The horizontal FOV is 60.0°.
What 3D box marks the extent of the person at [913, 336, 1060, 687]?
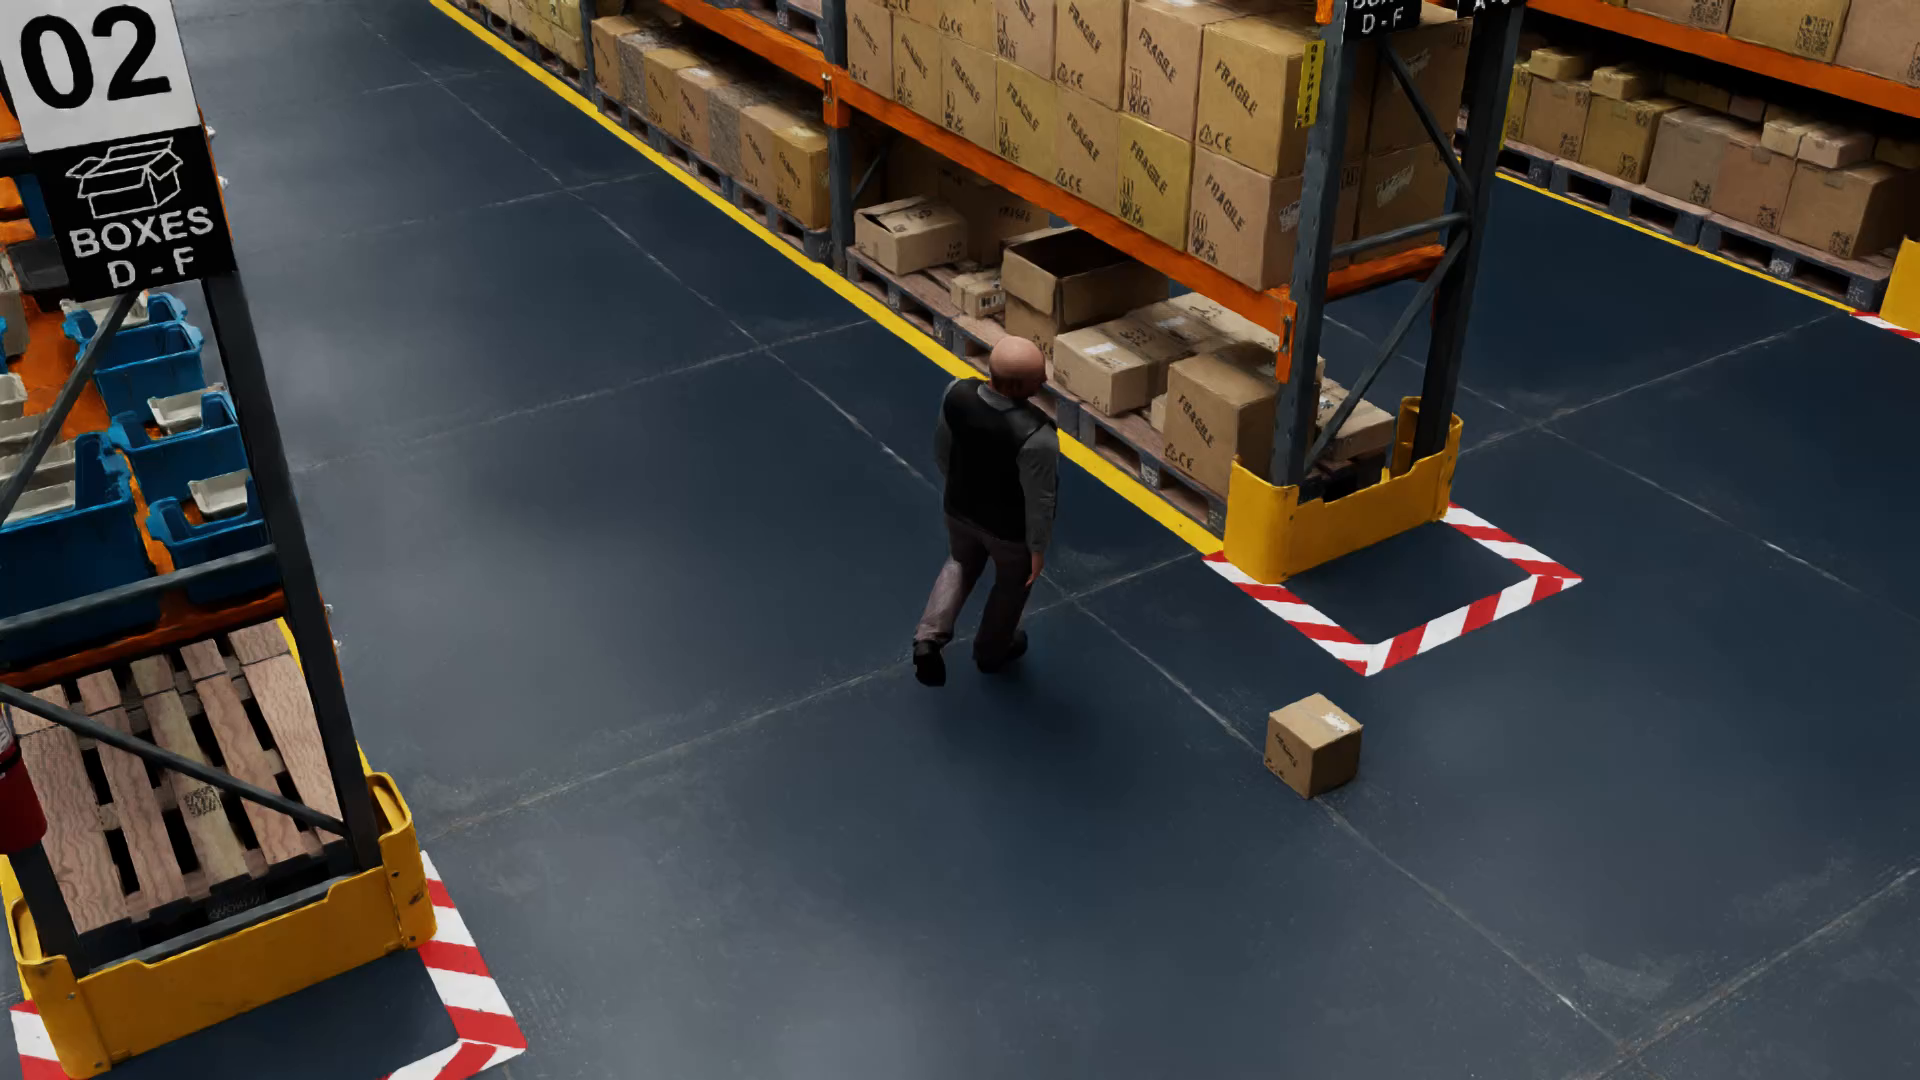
[{"bbox_3d":[0.156,-0.083,6.344,0.609,1.664,0.731,22,38,30],"label":"person"}]
